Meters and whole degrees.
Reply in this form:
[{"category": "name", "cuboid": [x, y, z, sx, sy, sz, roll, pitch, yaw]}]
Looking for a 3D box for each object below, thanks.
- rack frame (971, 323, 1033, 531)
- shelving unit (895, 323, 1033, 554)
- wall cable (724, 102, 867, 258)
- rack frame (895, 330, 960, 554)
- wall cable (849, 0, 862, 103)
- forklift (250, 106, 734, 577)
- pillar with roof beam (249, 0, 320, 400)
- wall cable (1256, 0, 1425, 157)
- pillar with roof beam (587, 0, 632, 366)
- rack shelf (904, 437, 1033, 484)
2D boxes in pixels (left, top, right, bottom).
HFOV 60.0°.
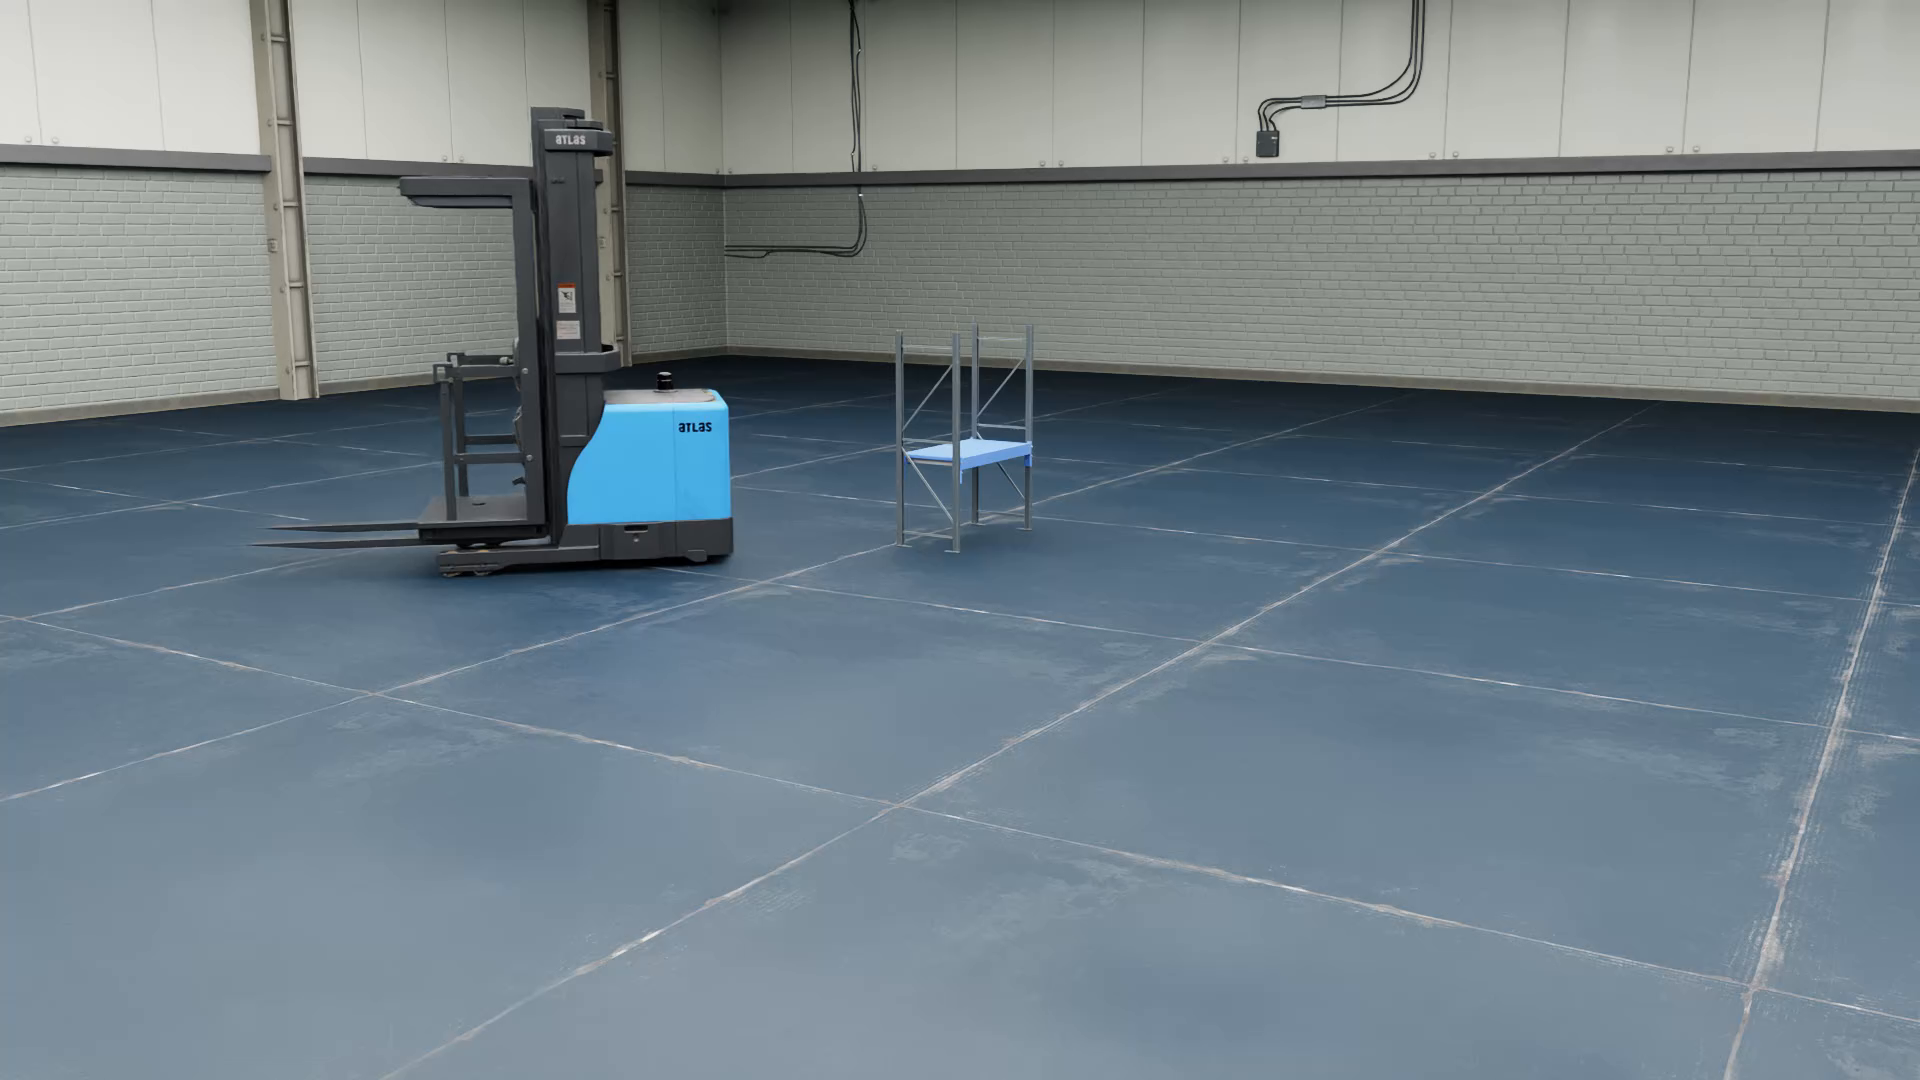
[{"category": "rack frame", "cuboid": [0.308, -0.831, 12.229, 0.500, 1.500, 0.032, 6, 12, 31]}, {"category": "shelving unit", "cuboid": [0.044, -0.751, 11.802, 0.538, 1.500, 1.048, 6, 12, 31]}, {"category": "wall cable", "cuboid": [-2.879, -6.034, 28.082, 3.097, 2.526, 0.112, 6, 12, 31]}, {"category": "rack frame", "cuboid": [-0.220, -0.671, 11.375, 0.500, 1.500, 0.032, 6, 12, 31]}, {"category": "wall cable", "cuboid": [-0.567, -8.258, 26.236, 3.097, 2.526, 0.112, 6, 12, 31]}, {"category": "forklift", "cuboid": [-3.076, -1.311, 10.906, 3.031, 2.935, 1.130, -2, 11, -12]}, {"category": "pillar with roof beam", "cuboid": [-4.974, -5.868, 18.758, 9.100, 9.000, 0.400, 6, 12, 31]}, {"category": "wall cable", "cuboid": [5.226, -8.322, 22.625, 2.305, 6.003, 0.169, 6, 12, 31]}, {"category": "pillar with roof beam", "cuboid": [-1.859, -6.812, 23.799, 9.100, 9.000, 0.400, 6, 12, 31]}, {"category": "rack shelf", "cuboid": [0.044, -0.574, 11.835, 0.538, 0.185, 1.000, 6, 12, 31]}]
